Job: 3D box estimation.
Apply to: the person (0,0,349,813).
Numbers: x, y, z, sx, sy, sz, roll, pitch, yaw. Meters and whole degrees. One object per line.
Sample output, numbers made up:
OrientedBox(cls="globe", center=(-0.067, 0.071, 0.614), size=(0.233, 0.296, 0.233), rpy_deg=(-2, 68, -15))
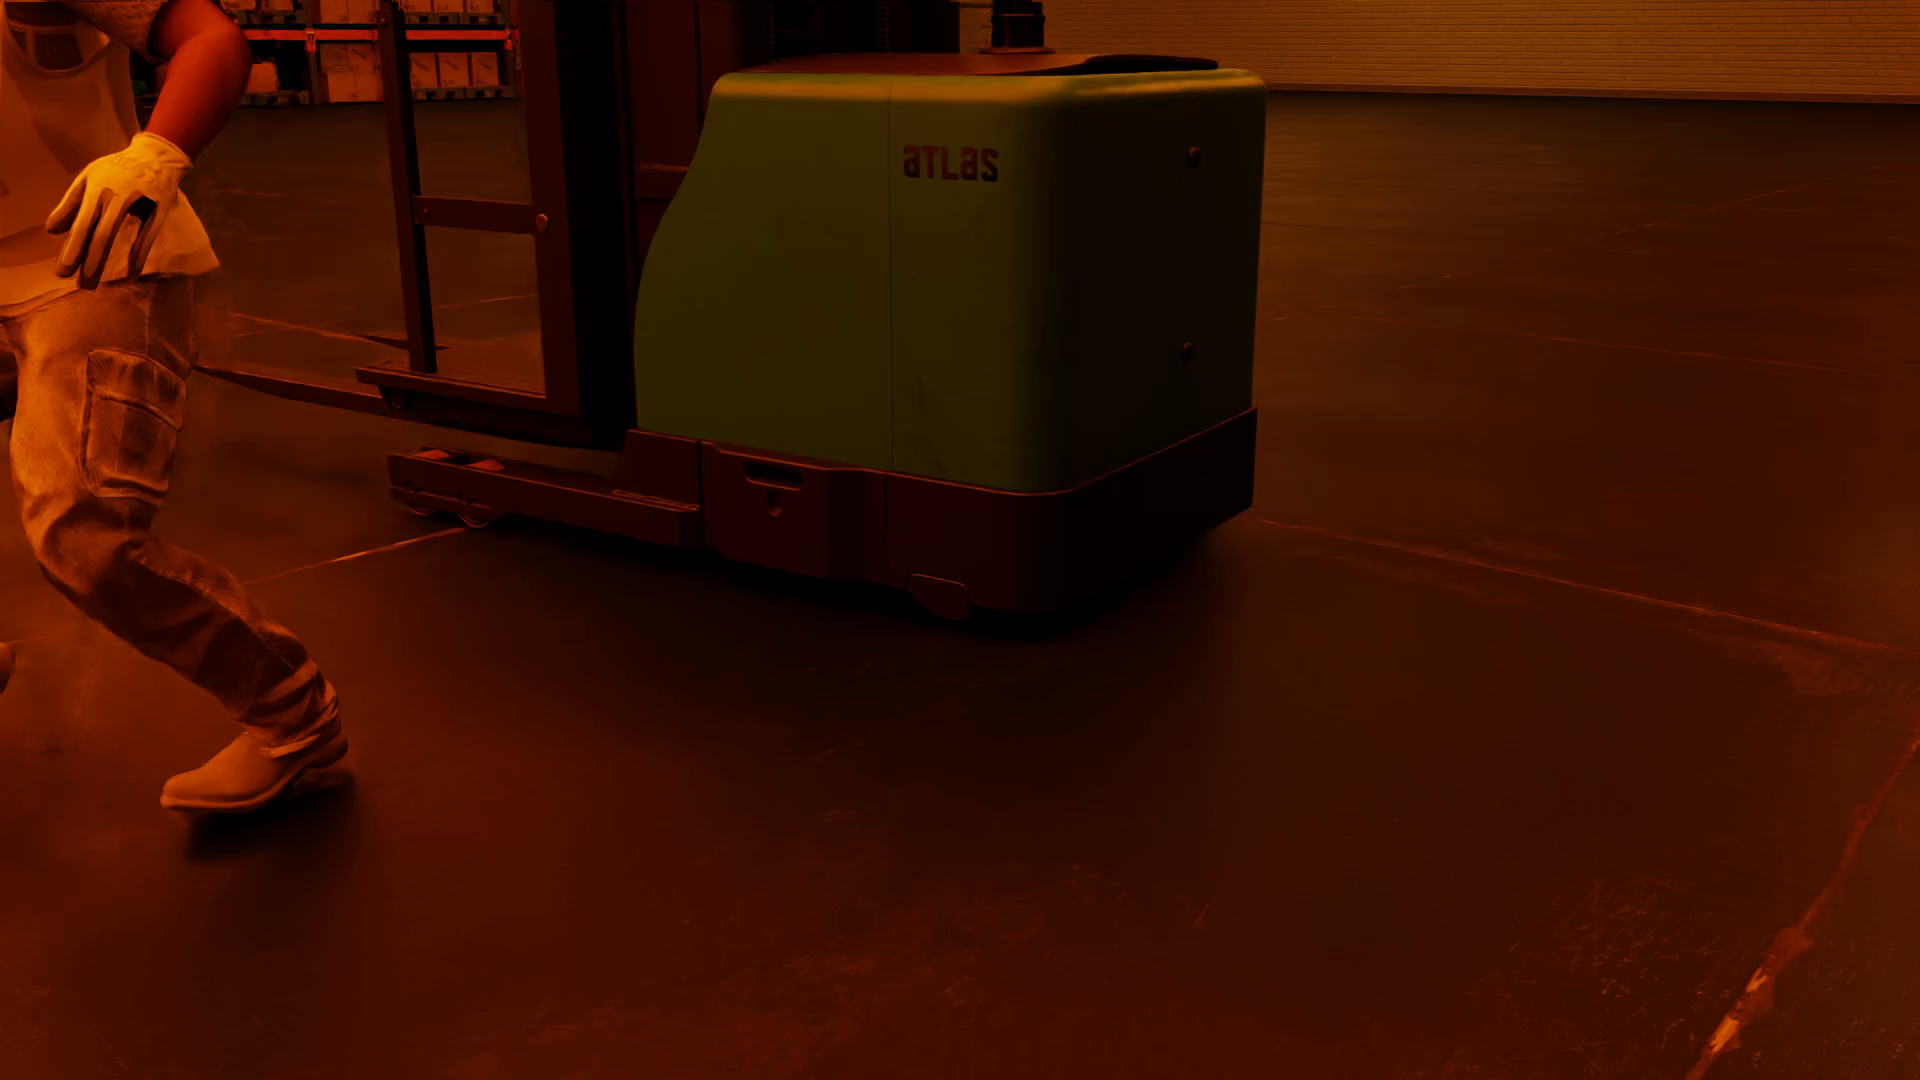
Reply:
OrientedBox(cls="person", center=(-1.436, -0.329, 2.416), size=(1.068, 1.692, 0.552), rpy_deg=(6, 18, 18))

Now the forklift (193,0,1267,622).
OrientedBox(cls="forklift", center=(-0.814, -1.546, 3.990), size=(3.031, 2.935, 1.130), rpy_deg=(11, 20, 31))
